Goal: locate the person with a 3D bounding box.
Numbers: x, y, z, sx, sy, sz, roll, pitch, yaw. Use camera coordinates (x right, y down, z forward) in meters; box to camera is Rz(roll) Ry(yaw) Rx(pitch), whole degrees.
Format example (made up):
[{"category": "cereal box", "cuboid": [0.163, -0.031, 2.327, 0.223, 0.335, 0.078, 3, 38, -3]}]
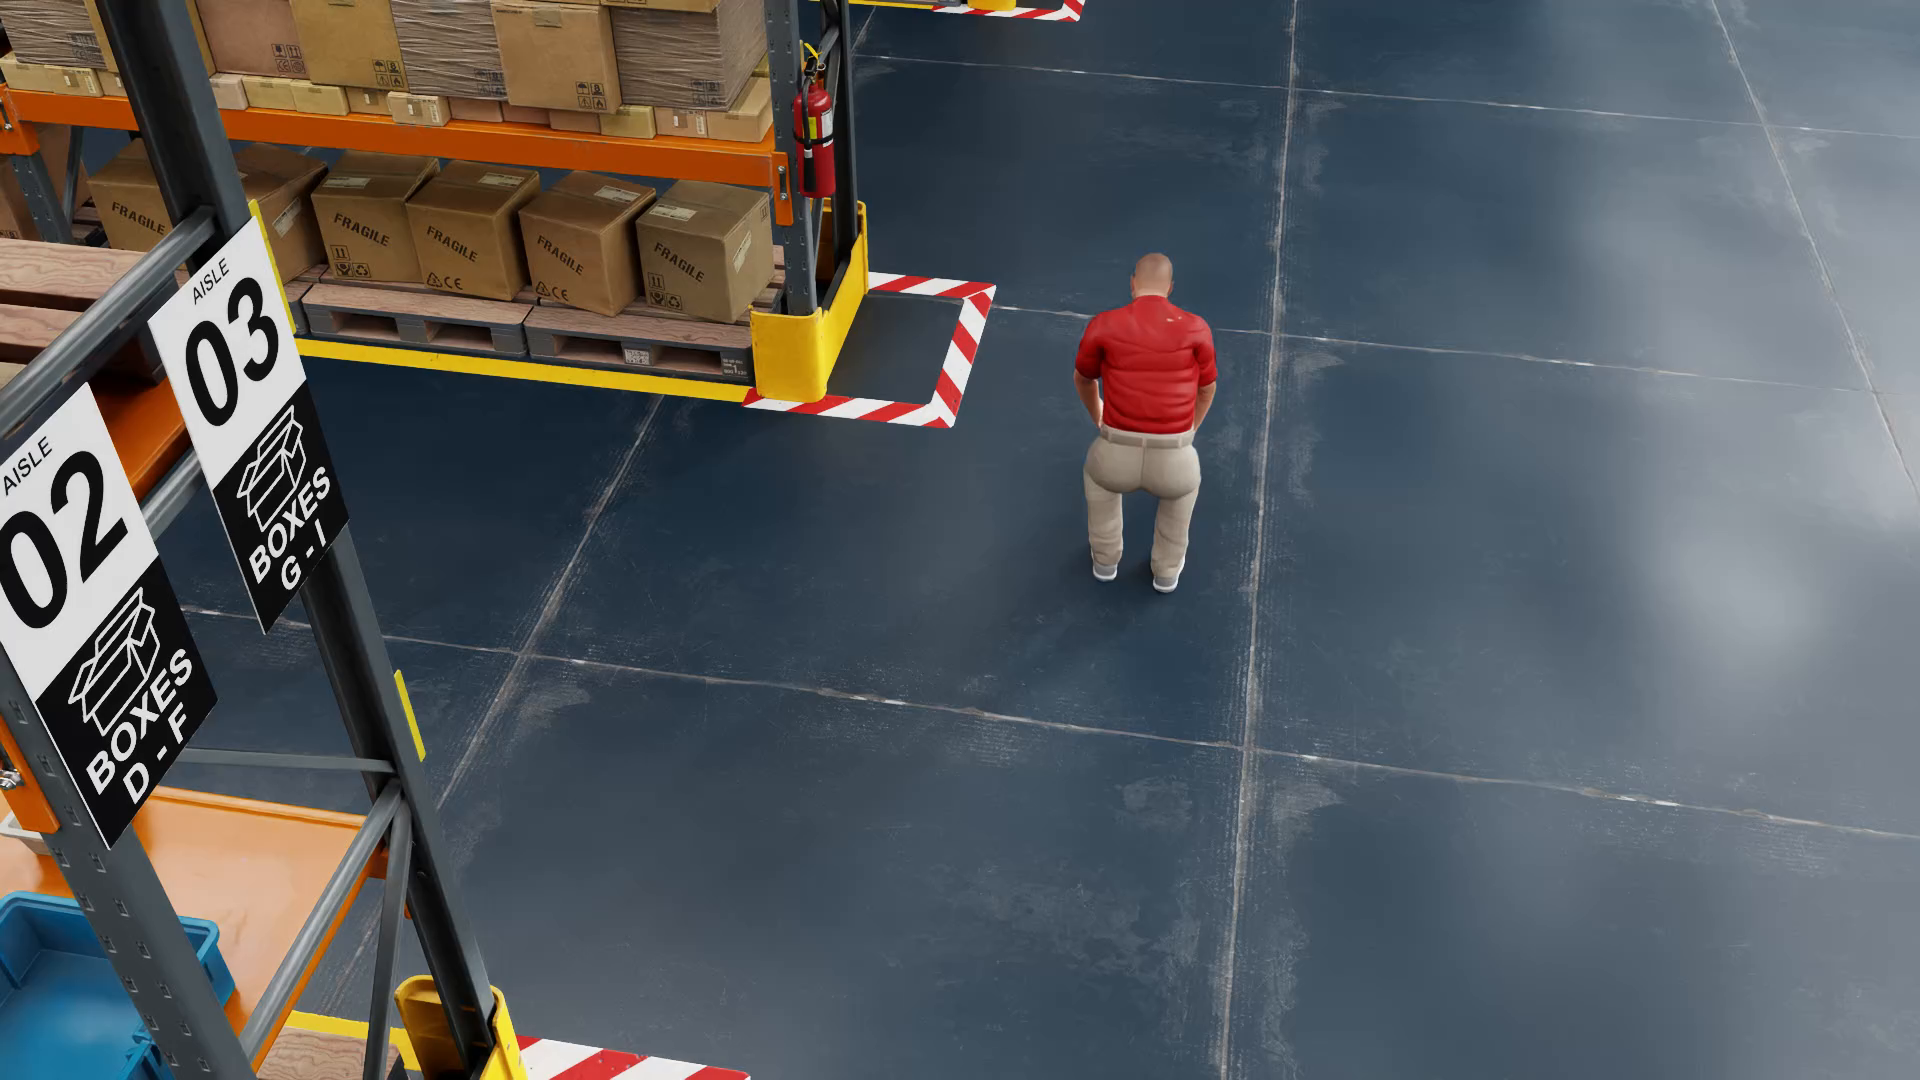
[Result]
[{"category": "person", "cuboid": [0.747, -0.445, 6.948, 0.590, 1.410, 0.706, 7, 41, 8]}]
